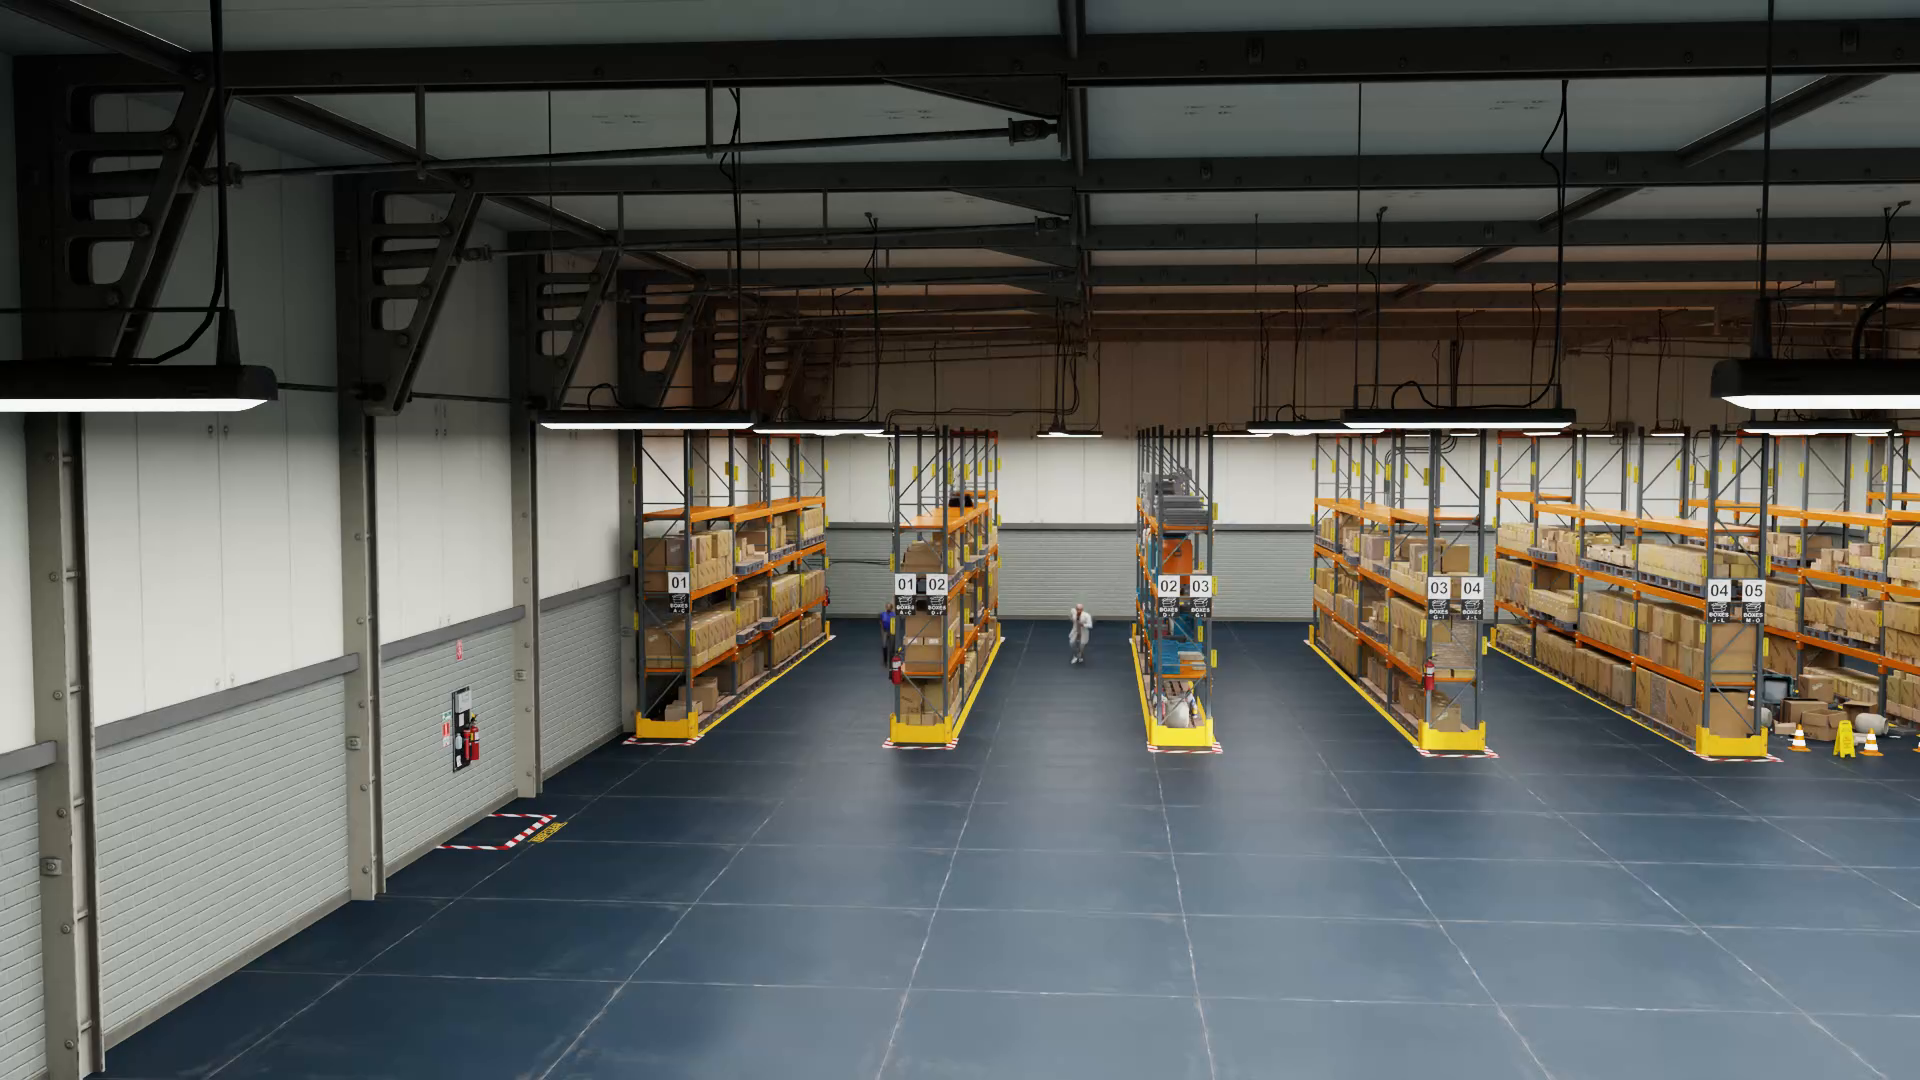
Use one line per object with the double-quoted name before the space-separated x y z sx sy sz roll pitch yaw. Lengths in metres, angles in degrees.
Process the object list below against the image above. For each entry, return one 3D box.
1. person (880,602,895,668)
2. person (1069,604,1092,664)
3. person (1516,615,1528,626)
"person" -1.791 2.401 41.901 0.487 1.670 0.802 0 3 0
"person" 3.074 2.370 42.362 0.713 1.558 1.175 1 4 18
"person" 16.107 2.074 47.301 0.827 1.607 0.549 0 3 -1
